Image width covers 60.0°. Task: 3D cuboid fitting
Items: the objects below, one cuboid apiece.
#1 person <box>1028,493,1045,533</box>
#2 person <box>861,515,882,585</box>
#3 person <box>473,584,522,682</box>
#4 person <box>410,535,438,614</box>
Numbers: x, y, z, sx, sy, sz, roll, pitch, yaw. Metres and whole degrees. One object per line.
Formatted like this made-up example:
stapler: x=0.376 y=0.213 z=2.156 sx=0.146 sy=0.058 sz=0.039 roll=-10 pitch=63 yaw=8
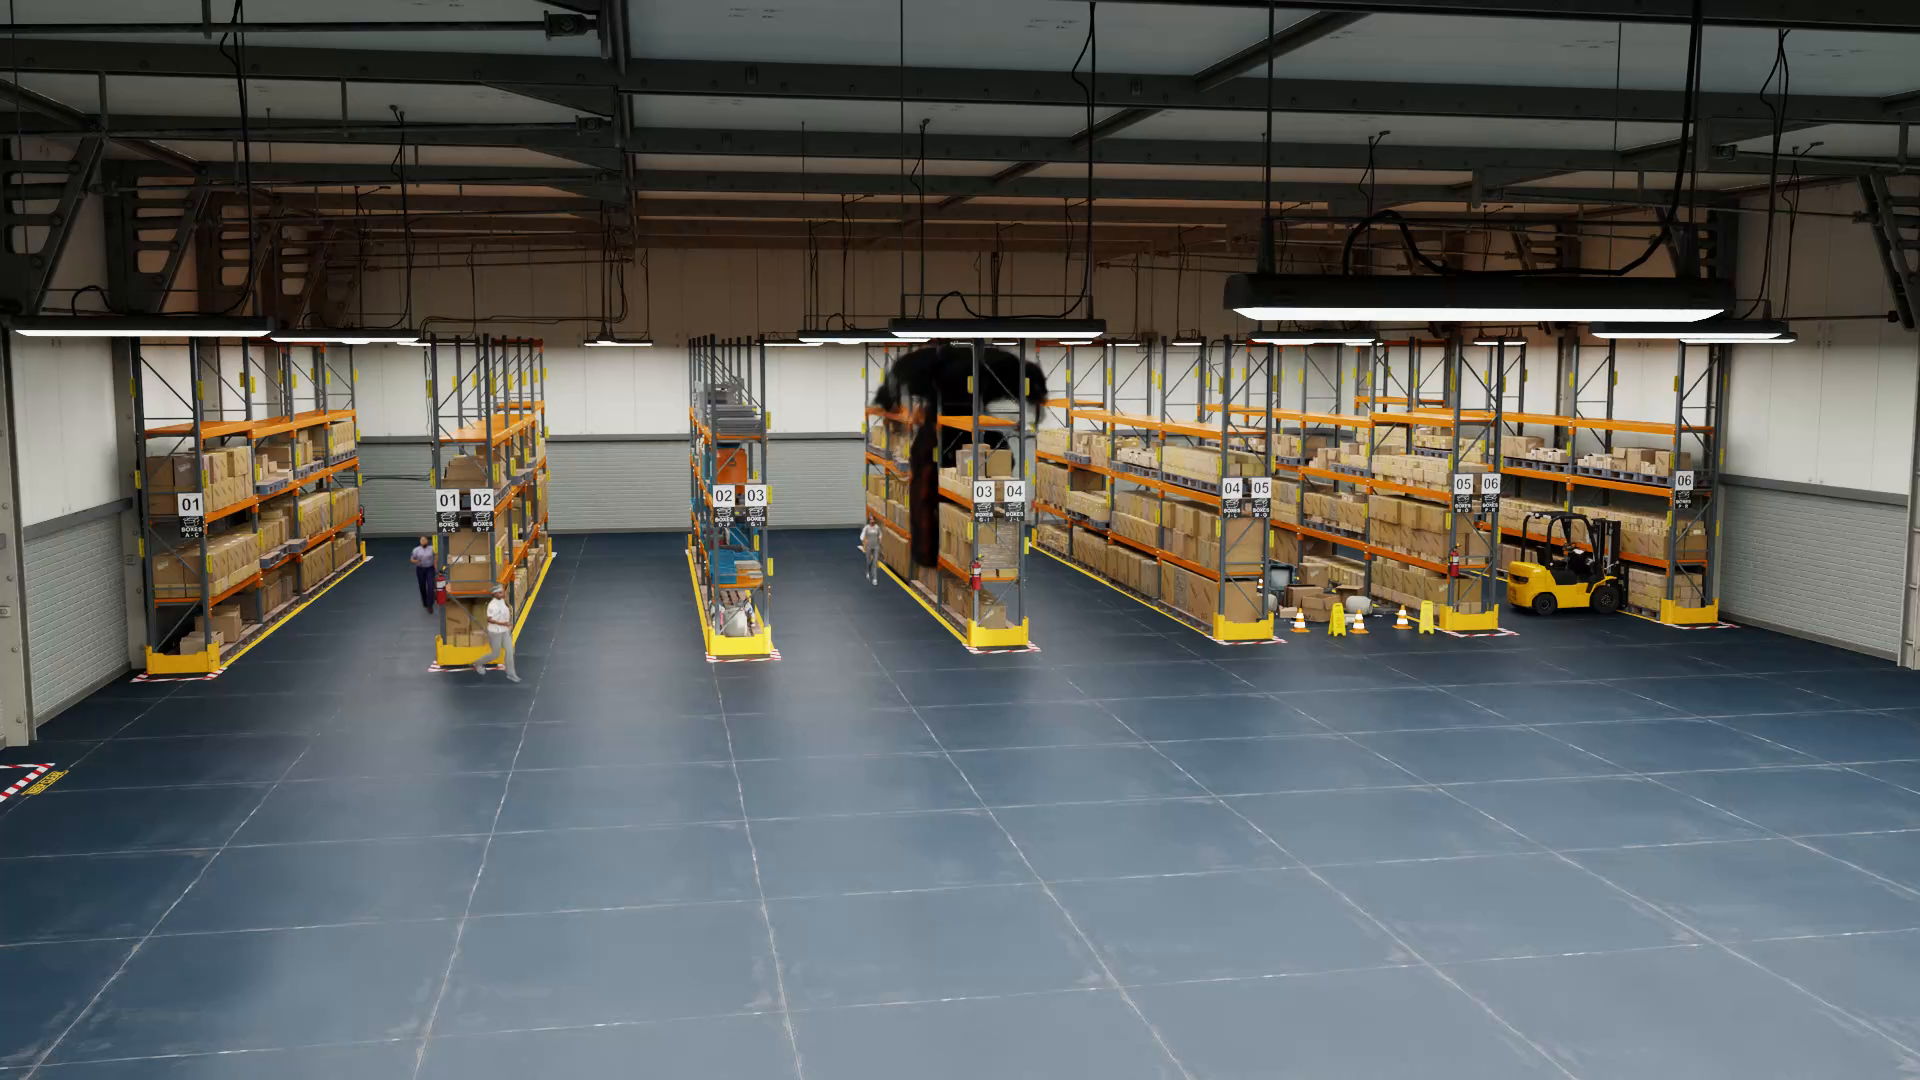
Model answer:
person: x=2.402 y=-0.824 z=49.924 sx=0.633 sy=1.681 sz=0.663 roll=-6 pitch=9 yaw=-42
person: x=-2.041 y=0.212 z=38.725 sx=0.546 sy=1.599 sz=0.734 roll=-2 pitch=7 yaw=-15
person: x=-8.011 y=1.606 z=28.768 sx=0.889 sy=1.709 sz=0.597 roll=2 pitch=7 yaw=15
person: x=-11.711 y=0.725 z=36.420 sx=0.604 sy=1.669 sz=0.893 roll=-2 pitch=7 yaw=-15
